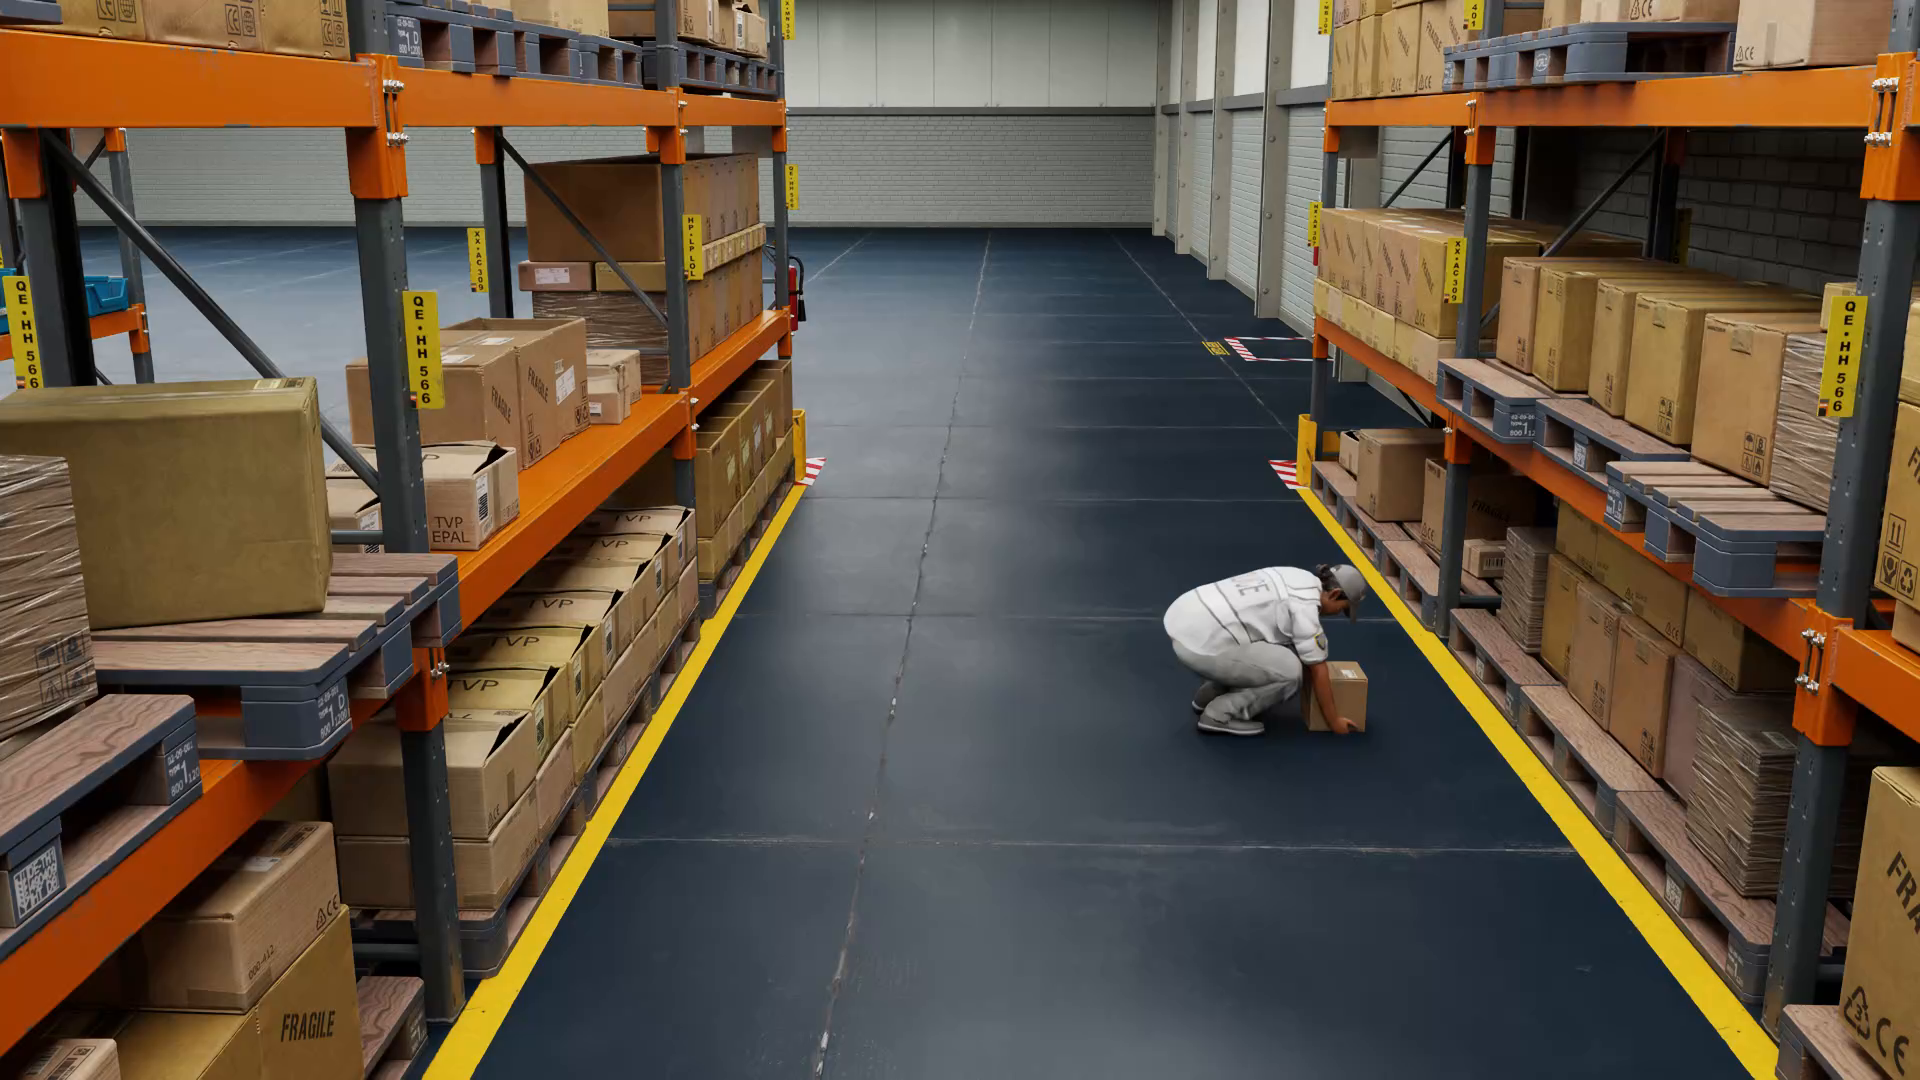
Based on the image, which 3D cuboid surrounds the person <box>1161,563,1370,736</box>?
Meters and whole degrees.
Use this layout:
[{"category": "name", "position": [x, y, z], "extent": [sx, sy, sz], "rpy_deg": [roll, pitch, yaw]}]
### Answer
[{"category": "person", "position": [1.379, 0.482, 7.520], "extent": [0.932, 0.749, 0.507], "rpy_deg": [0, 14, 0]}]
